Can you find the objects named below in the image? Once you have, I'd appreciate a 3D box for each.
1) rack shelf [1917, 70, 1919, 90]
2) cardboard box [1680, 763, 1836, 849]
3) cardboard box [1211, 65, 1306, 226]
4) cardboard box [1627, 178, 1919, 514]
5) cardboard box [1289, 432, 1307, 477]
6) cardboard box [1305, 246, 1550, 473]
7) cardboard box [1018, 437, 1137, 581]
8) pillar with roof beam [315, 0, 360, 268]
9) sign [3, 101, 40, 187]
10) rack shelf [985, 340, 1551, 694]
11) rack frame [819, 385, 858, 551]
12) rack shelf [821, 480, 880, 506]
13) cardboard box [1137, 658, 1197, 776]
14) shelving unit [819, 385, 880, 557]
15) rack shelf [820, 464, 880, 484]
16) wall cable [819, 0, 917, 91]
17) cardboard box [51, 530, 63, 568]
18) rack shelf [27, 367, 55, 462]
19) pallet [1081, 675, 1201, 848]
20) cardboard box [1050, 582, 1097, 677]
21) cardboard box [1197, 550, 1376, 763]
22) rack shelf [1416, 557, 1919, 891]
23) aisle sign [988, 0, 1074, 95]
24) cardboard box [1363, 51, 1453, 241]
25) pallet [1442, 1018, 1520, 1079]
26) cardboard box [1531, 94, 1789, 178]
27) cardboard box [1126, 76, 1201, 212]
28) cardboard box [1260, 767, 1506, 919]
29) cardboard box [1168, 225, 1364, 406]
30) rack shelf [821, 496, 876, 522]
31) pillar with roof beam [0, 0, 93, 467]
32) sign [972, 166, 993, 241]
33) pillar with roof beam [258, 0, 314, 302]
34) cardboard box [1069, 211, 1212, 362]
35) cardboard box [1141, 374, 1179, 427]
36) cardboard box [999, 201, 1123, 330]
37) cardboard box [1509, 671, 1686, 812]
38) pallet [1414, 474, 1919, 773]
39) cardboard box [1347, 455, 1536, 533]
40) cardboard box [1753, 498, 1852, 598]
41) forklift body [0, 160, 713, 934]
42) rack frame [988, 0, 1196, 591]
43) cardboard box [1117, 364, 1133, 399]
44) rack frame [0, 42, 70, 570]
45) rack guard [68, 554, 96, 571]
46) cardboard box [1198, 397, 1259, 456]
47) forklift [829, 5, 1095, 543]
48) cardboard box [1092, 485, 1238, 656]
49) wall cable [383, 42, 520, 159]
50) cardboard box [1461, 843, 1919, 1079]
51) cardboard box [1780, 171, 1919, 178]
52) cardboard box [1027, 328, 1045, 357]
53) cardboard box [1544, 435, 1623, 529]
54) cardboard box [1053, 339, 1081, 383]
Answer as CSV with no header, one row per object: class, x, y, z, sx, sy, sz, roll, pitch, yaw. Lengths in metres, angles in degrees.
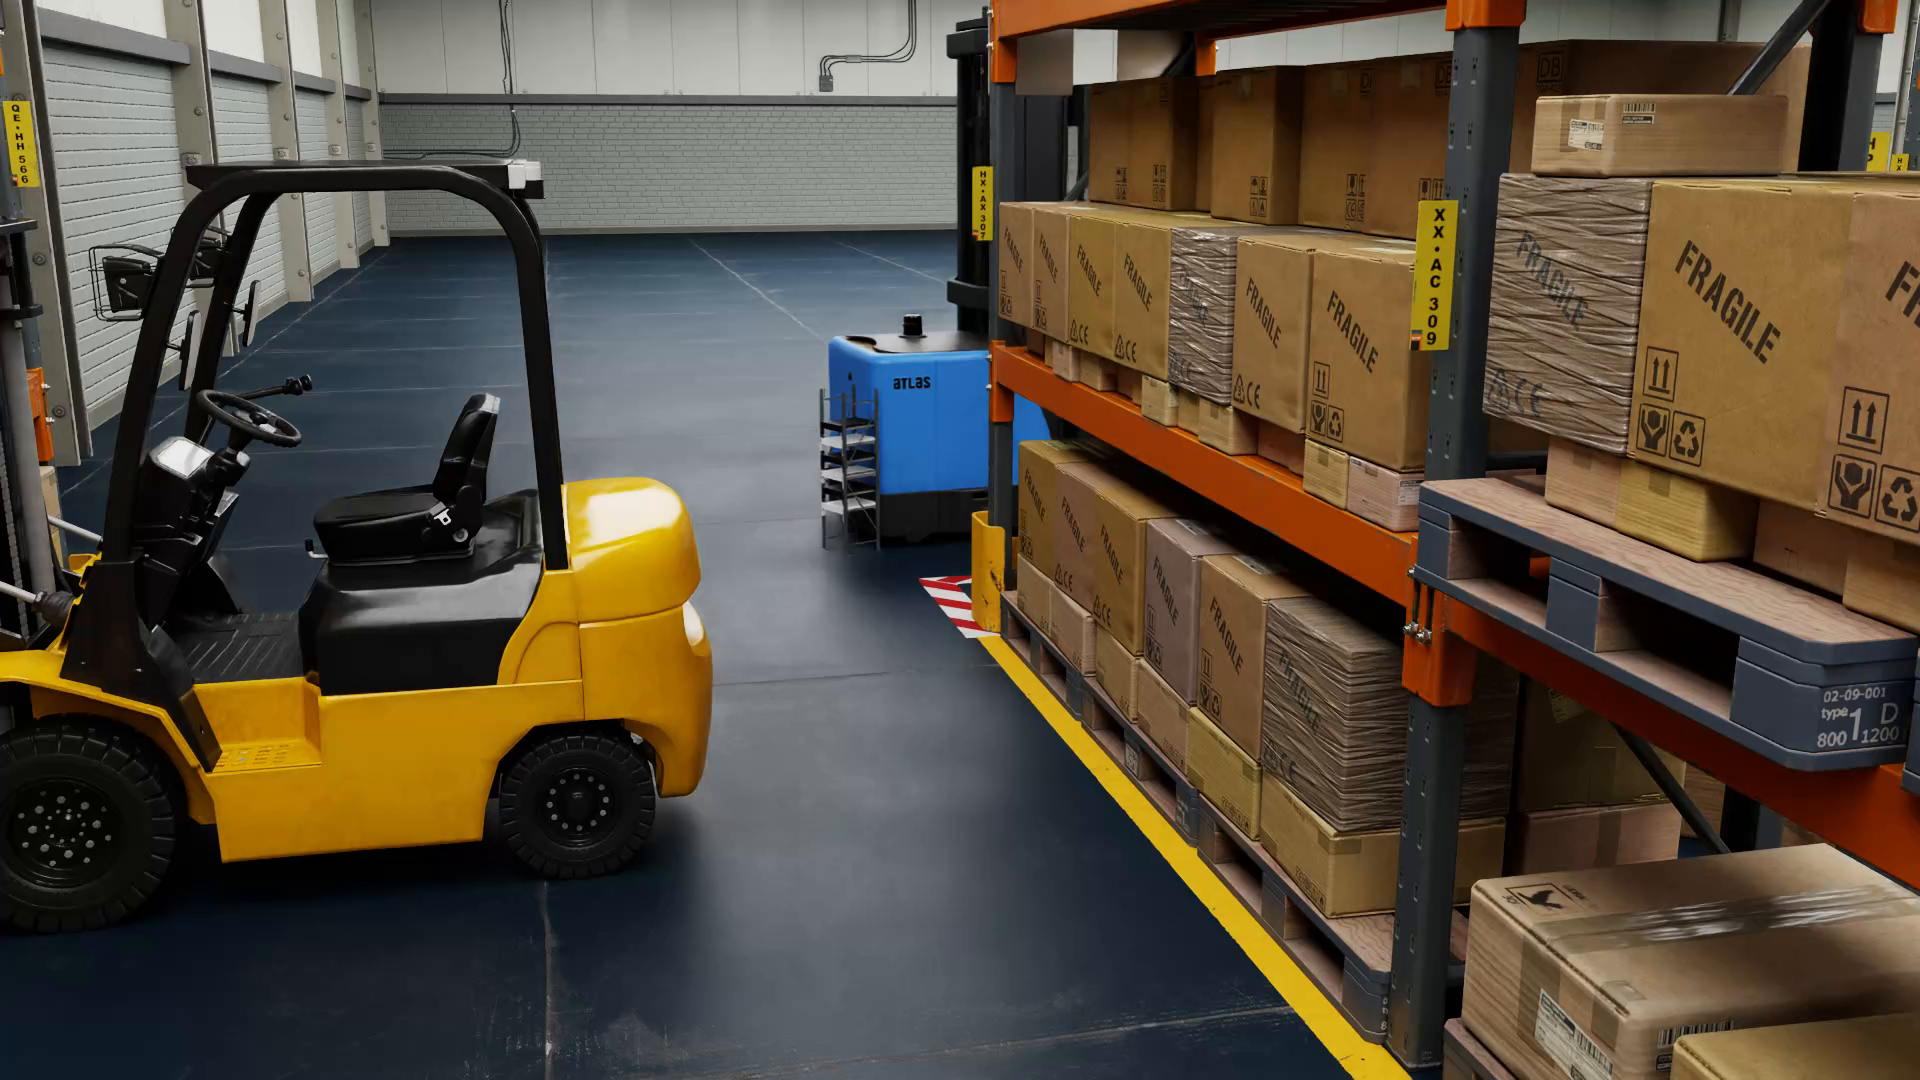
rack shelf,5.890,-2.061,6.736,1.077,0.370,4.000,-3,14,-13
cardboard box,2.643,0.698,5.512,0.500,0.500,0.500,7,15,26
cardboard box,1.278,-1.336,5.632,0.700,0.500,0.500,-3,14,-14
cardboard box,1.521,-0.350,2.816,0.500,0.500,0.500,-3,14,-13
cardboard box,1.149,-0.249,4.656,0.380,0.149,0.250,-3,14,-13
cardboard box,1.225,-0.474,4.209,0.500,0.500,0.500,-4,14,-15
cardboard box,0.559,-0.141,7.011,0.500,0.500,0.500,-4,14,-15
pillar with roof beam,-6.356,-9.317,28.604,9.100,9.000,0.400,-3,14,-13
sign,-3.661,-1.542,6.480,0.100,0.325,0.005,-3,14,-13
rack shelf,1.102,-0.304,5.868,1.077,0.370,4.000,-3,14,-13
rack frame,-0.667,-0.398,9.159,0.240,0.900,0.006,-11,18,-39
rack shelf,-0.601,-0.259,9.113,0.258,0.077,0.200,-11,18,-39
cardboard box,0.922,0.578,5.649,0.500,0.250,0.500,-3,14,-12
shelving unit,-0.601,-0.379,9.083,0.258,0.900,0.210,-11,18,-39
rack shelf,-0.601,-0.347,9.091,0.258,0.077,0.200,-11,18,-39
wall cable,-2.125,-13.393,38.118,2.305,6.003,0.169,-3,14,-13
cardboard box,-3.774,0.146,6.364,0.500,0.250,0.500,-3,14,-14
rack shelf,-3.722,-0.027,4.732,1.077,0.370,4.000,-3,14,-13
pallet,1.089,0.727,6.005,1.003,0.211,1.213,-3,14,-13
cardboard box,0.665,0.336,6.639,0.500,0.250,0.500,-3,14,-11
cardboard box,1.051,0.336,5.058,0.500,0.500,0.500,-3,14,-12
rack shelf,2.041,0.619,2.091,1.077,0.370,4.000,-3,14,-13
aisle sign,0.316,-2.375,7.350,0.394,0.787,0.004,-3,14,-13
cardboard box,1.580,-1.104,4.680,0.700,0.500,0.500,-3,14,-13
pallet,1.756,1.342,3.490,1.003,0.211,1.213,-3,14,-13
cardboard box,1.338,-0.776,3.195,0.380,0.149,0.250,-3,14,-13
cardboard box,1.076,-1.571,6.593,0.700,0.500,0.500,-3,14,-13
cardboard box,1.171,0.818,4.667,0.500,0.250,0.500,-3,14,-11
cardboard box,0.972,-0.712,5.183,0.500,0.500,0.500,-3,14,-12
rack shelf,-0.601,-0.172,9.134,0.258,0.077,0.200,-11,18,-39
pillar with roof beam,-2.129,-5.165,11.607,9.100,9.000,0.400,-3,14,-13
sign,0.105,-1.505,7.444,0.100,0.325,0.005,-3,14,-13
pillar with roof beam,-4.947,-7.933,22.938,9.100,9.000,0.400,-3,14,-13
cardboard box,0.719,-0.947,6.144,0.500,0.500,0.500,-4,14,-14
cardboard box,0.831,-0.480,5.599,0.380,0.149,0.250,-3,14,-13
cardboard box,0.474,-1.183,7.113,0.500,0.500,0.500,-4,14,-14
cardboard box,1.695,0.424,4.700,0.500,0.500,0.500,-3,14,-11
pallet,1.610,0.085,3.162,1.003,0.211,1.213,-3,14,-13
cardboard box,1.200,-0.127,4.157,0.380,0.149,0.250,-3,14,-14
cardboard box,1.585,-0.010,2.792,0.380,0.149,0.250,-2,14,-10
forklift body,-1.973,-0.089,5.261,2.313,2.155,1.214,-3,14,-13
rack frame,0.632,-1.115,7.671,1.000,3.000,0.127,-3,14,-13
cardboard box,0.796,-0.603,6.106,0.380,0.149,0.250,-3,14,-11
rack frame,-4.192,-0.837,6.535,1.000,3.000,0.127,-3,14,-13
rack guard,-4.198,0.371,6.854,1.175,0.500,0.348,-3,14,-13
cardboard box,0.958,-0.362,5.116,0.380,0.149,0.250,-3,14,-14
forklift,0.783,-1.599,9.796,3.031,2.935,1.130,-5,15,-19
cardboard box,0.796,0.096,6.043,0.500,0.500,0.500,-3,14,-12
wall cable,-11.357,-9.707,36.739,3.097,2.526,0.112,-3,14,-13
cardboard box,1.697,1.001,3.661,0.950,0.372,0.625,-3,14,-12
cardboard box,1.903,-0.496,3.413,0.500,0.500,0.500,-4,14,-14
cardboard box,0.511,-0.903,7.333,0.380,0.149,0.250,-3,14,-13
cardboard box,1.394,-0.129,3.280,0.380,0.149,0.250,-3,14,-12
cardboard box,0.582,-0.719,6.578,0.380,0.149,0.250,-3,14,-12
